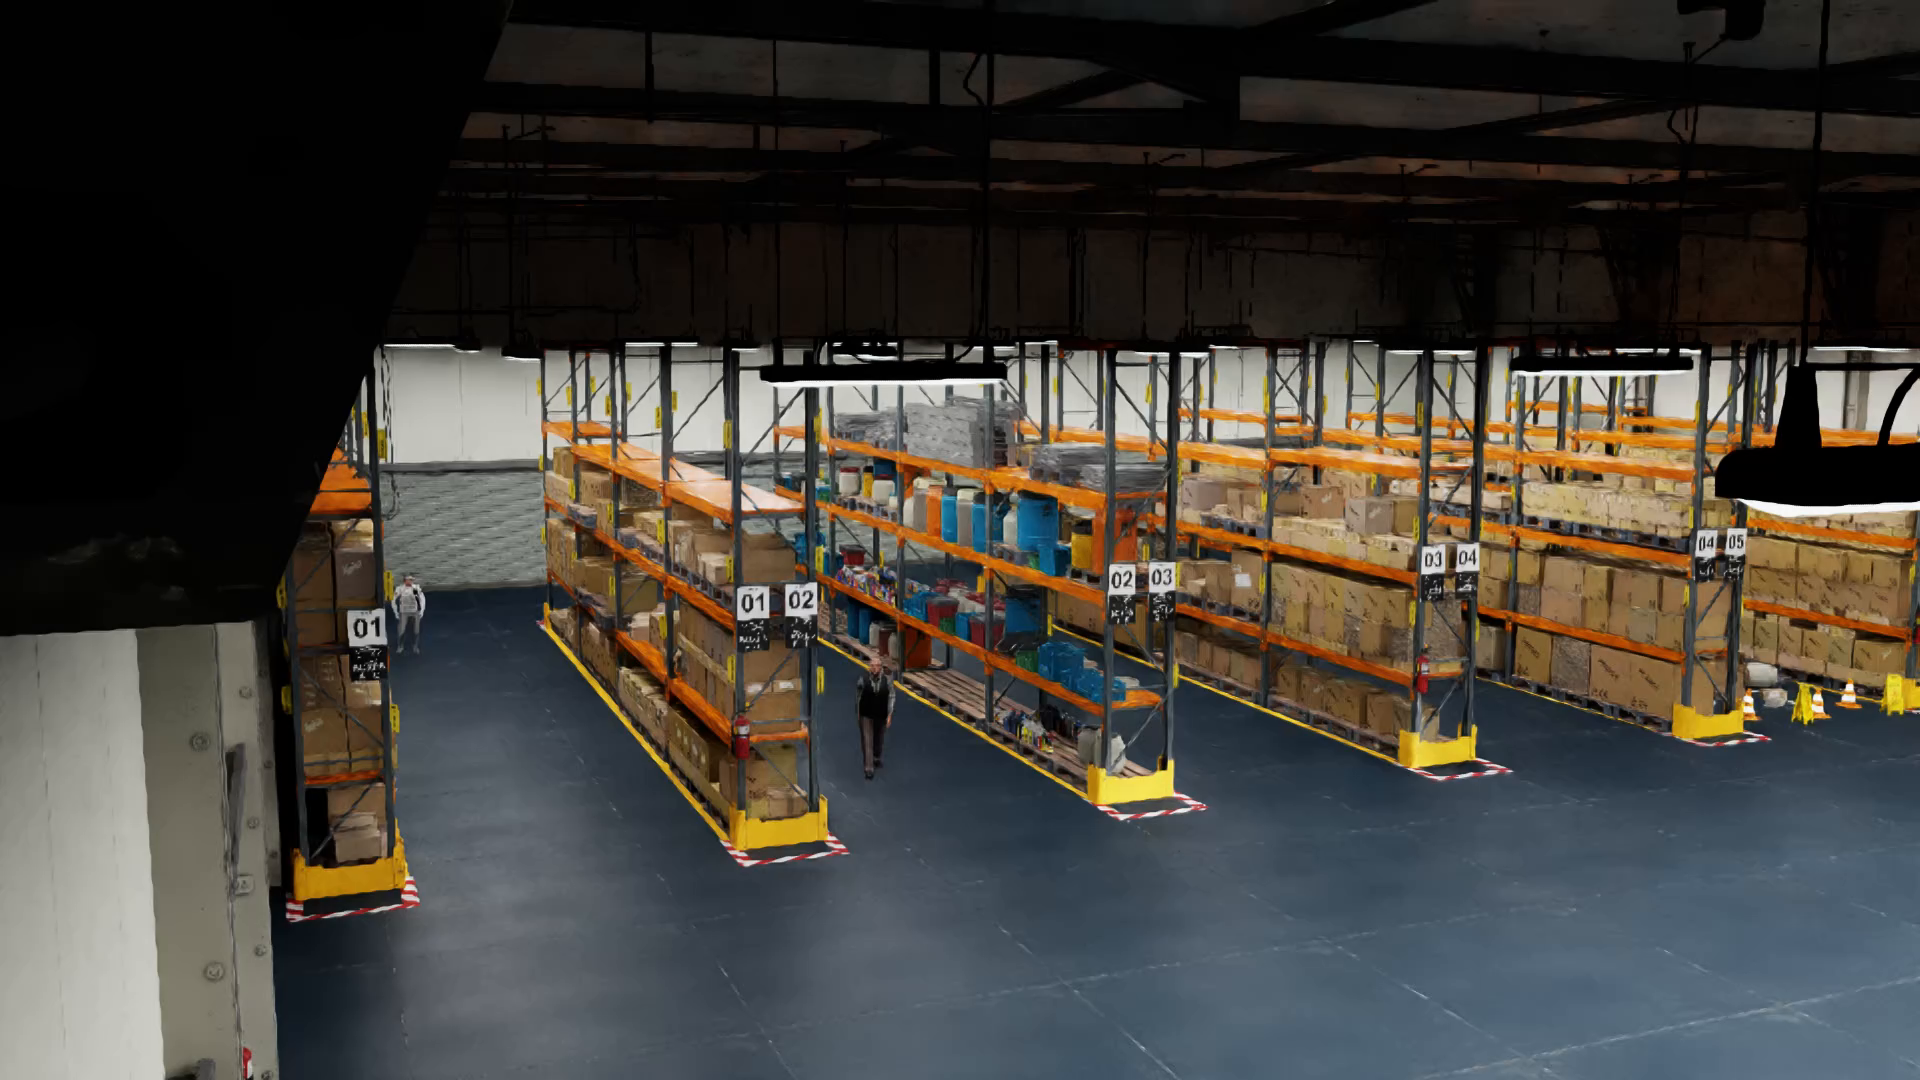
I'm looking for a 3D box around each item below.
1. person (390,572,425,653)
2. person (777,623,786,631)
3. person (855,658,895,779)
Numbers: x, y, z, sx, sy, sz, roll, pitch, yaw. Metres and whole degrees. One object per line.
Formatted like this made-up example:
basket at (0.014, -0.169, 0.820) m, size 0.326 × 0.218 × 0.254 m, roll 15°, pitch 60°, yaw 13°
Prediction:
person at (-10.590, 1.384, 31.928) m, size 0.639 × 1.632 × 0.512 m, roll -3°, pitch 8°, yaw -24°
person at (-3.220, 1.522, 31.211) m, size 0.566 × 1.541 × 0.519 m, roll -3°, pitch 8°, yaw -23°
person at (-1.183, 2.469, 23.357) m, size 0.539 × 1.664 × 1.031 m, roll -2°, pitch 8°, yaw -13°
